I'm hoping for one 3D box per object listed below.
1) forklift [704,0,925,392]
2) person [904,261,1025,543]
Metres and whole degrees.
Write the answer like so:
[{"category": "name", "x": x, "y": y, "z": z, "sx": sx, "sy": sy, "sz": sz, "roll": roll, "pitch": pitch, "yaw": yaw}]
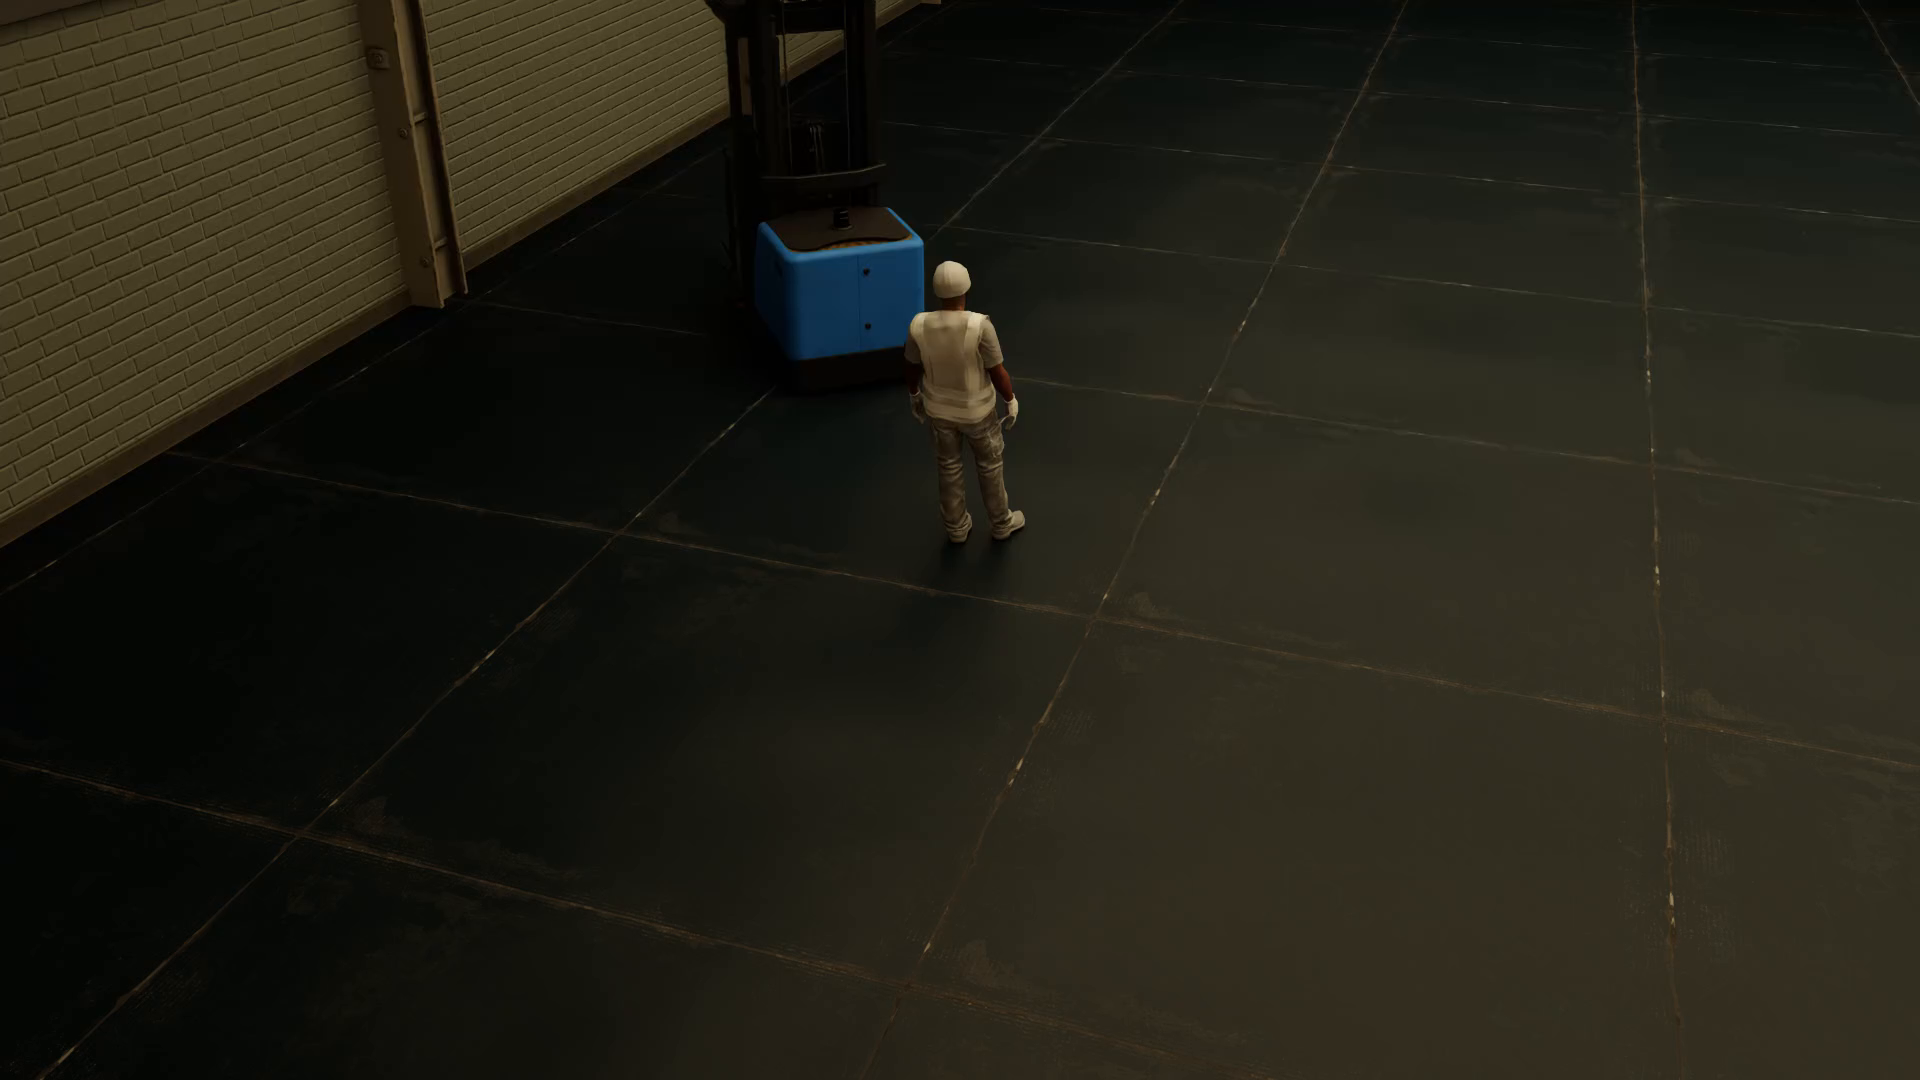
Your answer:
[{"category": "forklift", "x": -1.219, "y": -3.041, "z": 12.470, "sx": 1.130, "sy": 2.935, "sz": 3.031, "roll": -10, "pitch": 31, "yaw": -17}, {"category": "person", "x": 0.031, "y": -0.814, "z": 9.708, "sx": 0.657, "sy": 1.785, "sz": 0.575, "roll": 10, "pitch": 31, "yaw": 16}]
